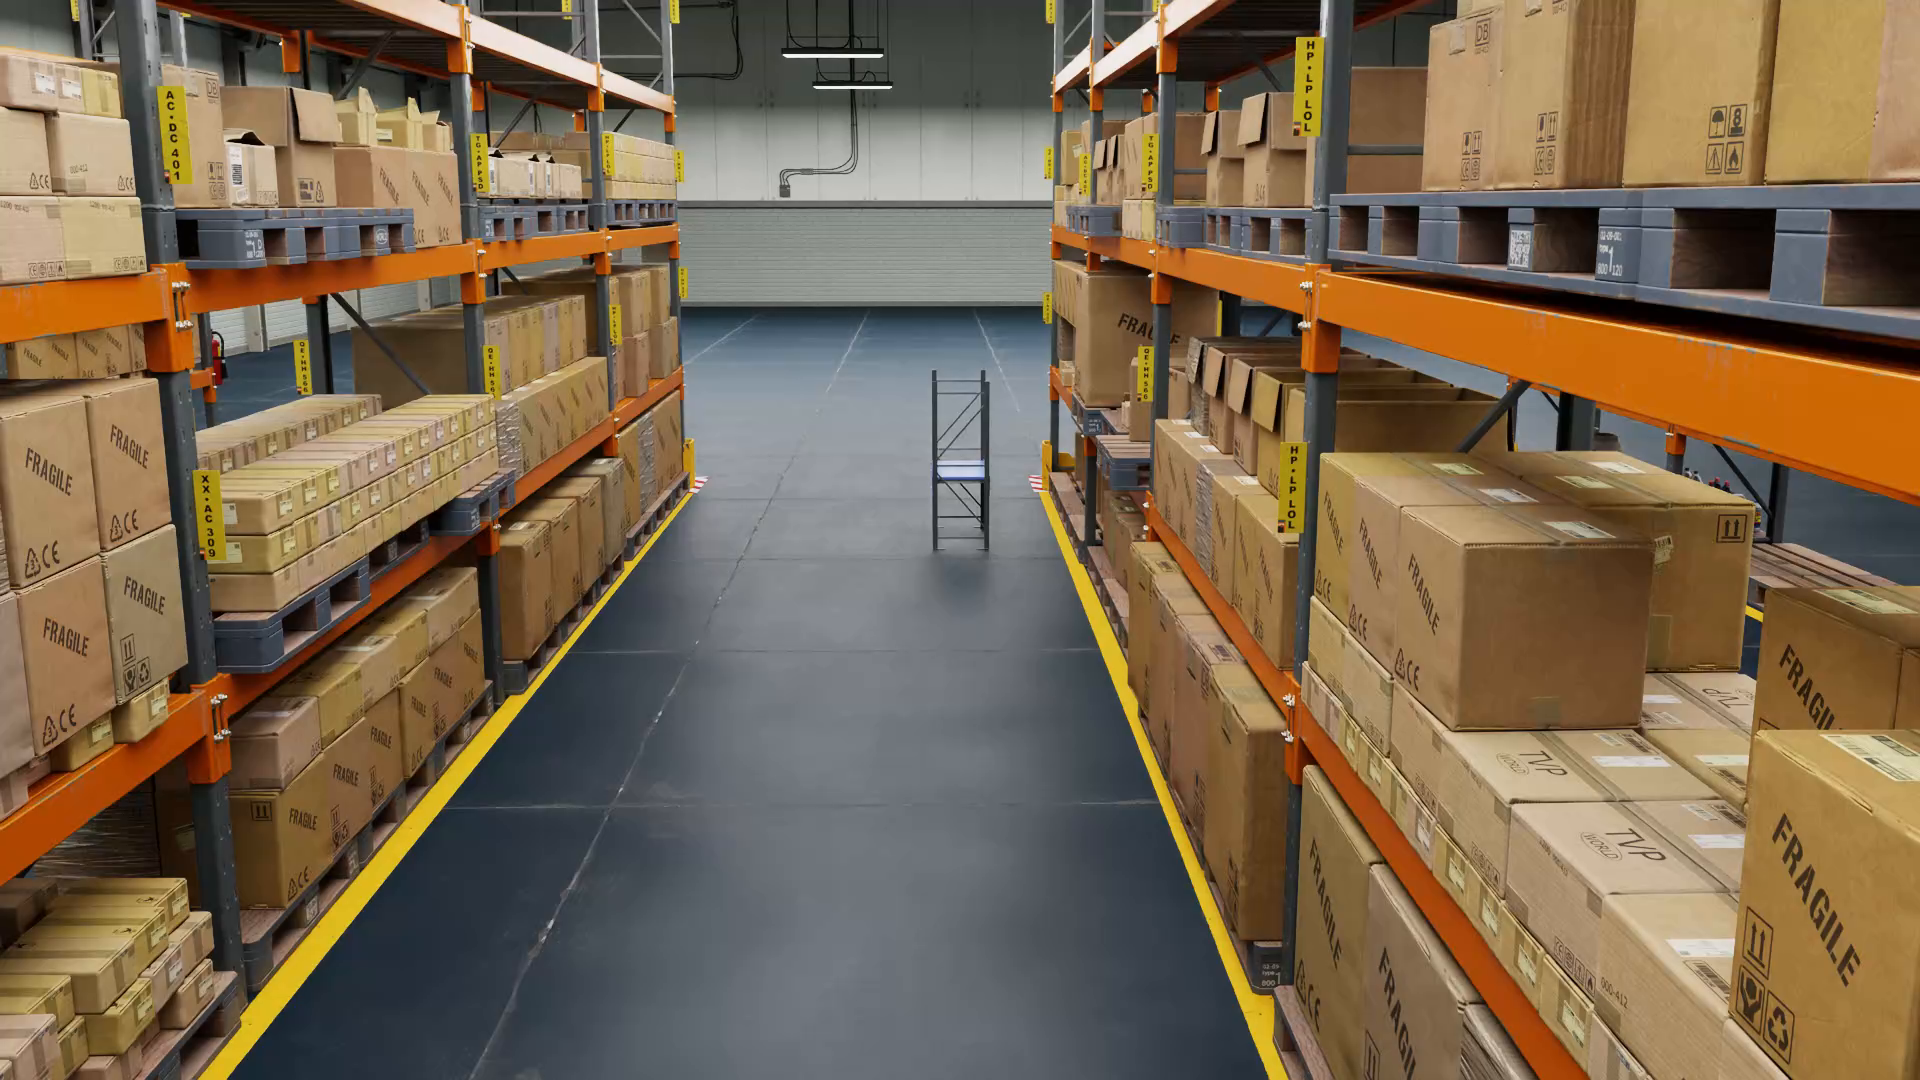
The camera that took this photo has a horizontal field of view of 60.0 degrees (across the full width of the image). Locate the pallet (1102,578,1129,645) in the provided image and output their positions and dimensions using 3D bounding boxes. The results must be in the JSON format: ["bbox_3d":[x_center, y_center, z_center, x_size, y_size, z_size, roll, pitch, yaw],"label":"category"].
[{"bbox_3d":[1.606,0.514,12.186,1.003,0.211,1.213,0,11,-1],"label":"pallet"}]

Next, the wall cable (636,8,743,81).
[{"bbox_3d":[-7.840,-14.543,47.967,3.097,2.526,0.112,0,11,-1],"label":"wall cable"}]

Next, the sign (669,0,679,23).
[{"bbox_3d":[-2.941,-5.482,17.088,0.100,0.325,0.005,0,11,-1],"label":"sign"}]

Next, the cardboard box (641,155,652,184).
[{"bbox_3d":[-3.165,-3.447,15.473,0.500,0.250,0.500,0,11,-1],"label":"cardboard box"}]

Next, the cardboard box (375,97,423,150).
[{"bbox_3d":[-3.025,-2.168,8.672,0.396,0.266,0.258,0,11,-1],"label":"cardboard box"}]

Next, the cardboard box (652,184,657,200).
[{"bbox_3d":[-3.112,-3.330,15.899,0.380,0.149,0.250,0,11,-1],"label":"cardboard box"}]

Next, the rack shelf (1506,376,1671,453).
[{"bbox_3d":[6.471,-1.316,16.001,1.077,0.370,4.000,0,11,-1],"label":"rack shelf"}]

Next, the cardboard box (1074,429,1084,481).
[{"bbox_3d":[1.473,-0.902,17.384,0.500,0.500,0.500,2,12,9],"label":"cardboard box"}]

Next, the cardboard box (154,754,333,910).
[{"bbox_3d":[-2.986,1.211,6.966,0.500,0.500,0.500,0,11,1],"label":"cardboard box"}]

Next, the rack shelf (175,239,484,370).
[{"bbox_3d":[-3.277,-1.175,7.763,1.077,0.370,4.000,0,11,-1],"label":"rack shelf"}]

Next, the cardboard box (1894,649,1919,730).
[{"bbox_3d":[2.058,0.499,2.989,0.500,0.500,0.500,-1,11,-3],"label":"cardboard box"}]

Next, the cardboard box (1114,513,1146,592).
[{"bbox_3d":[1.554,0.087,12.457,0.700,0.500,0.500,-1,12,-6],"label":"cardboard box"}]

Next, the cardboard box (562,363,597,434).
[{"bbox_3d":[-3.113,-1.096,12.858,0.500,0.500,0.500,0,11,-2],"label":"cardboard box"}]

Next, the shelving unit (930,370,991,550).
[{"bbox_3d":[-0.002,-0.752,15.184,0.538,1.500,1.048,0,11,-1],"label":"shelving unit"}]

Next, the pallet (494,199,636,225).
[{"bbox_3d":[-3.408,-2.840,14.381,1.003,0.211,1.213,0,11,-1],"label":"pallet"}]

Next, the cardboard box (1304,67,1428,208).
[{"bbox_3d":[1.703,-1.500,6.250,0.700,0.500,0.500,0,11,0],"label":"cardboard box"}]

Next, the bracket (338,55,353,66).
[{"bbox_3d":[-14.412,-11.236,38.946,0.235,0.232,0.430,0,11,-1],"label":"bracket"}]

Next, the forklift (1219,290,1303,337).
[{"bbox_3d":[3.050,-1.675,16.136,1.130,2.935,3.031,0,11,1],"label":"forklift"}]

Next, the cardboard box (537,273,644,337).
[{"bbox_3d":[-3.376,-2.143,15.177,0.875,0.550,0.550,0,11,-1],"label":"cardboard box"}]

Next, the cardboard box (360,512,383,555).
[{"bbox_3d":[-2.807,-0.028,7.420,0.380,0.149,0.250,-1,11,-4],"label":"cardboard box"}]

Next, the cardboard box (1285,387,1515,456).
[{"bbox_3d":[1.704,-0.328,6.547,0.797,0.503,0.637,-1,11,-3],"label":"cardboard box"}]

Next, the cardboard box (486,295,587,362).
[{"bbox_3d":[-3.385,-1.691,13.273,0.700,0.500,0.500,0,11,-2],"label":"cardboard box"}]

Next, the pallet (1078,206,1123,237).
[{"bbox_3d":[1.491,-2.299,11.967,1.213,0.211,1.003,0,11,-1],"label":"pallet"}]

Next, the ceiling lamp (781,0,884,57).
[{"bbox_3d":[-2.495,-11.077,32.535,2.000,3.185,0.800,0,11,-1],"label":"ceiling lamp"}]

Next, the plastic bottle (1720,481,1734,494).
[{"bbox_3d":[6.910,-0.350,14.989,0.144,0.351,0.185,0,11,0],"label":"plastic bottle"}]

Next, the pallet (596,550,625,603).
[{"bbox_3d":[-3.310,0.269,13.391,1.003,0.211,1.213,0,11,-1],"label":"pallet"}]

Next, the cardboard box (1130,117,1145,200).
[{"bbox_3d":[1.361,-2.415,10.557,0.500,0.500,0.500,0,11,-1],"label":"cardboard box"}]

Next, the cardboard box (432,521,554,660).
[{"bbox_3d":[-3.241,0.320,10.730,1.050,0.750,0.750,0,11,-2],"label":"cardboard box"}]

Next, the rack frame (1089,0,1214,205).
[{"bbox_3d":[1.560,-4.191,13.274,1.000,3.000,0.127,0,11,-1],"label":"rack frame"}]

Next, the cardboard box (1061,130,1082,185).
[{"bbox_3d":[1.238,-3.659,15.942,0.500,0.500,0.500,0,11,-1],"label":"cardboard box"}]

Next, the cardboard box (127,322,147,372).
[{"bbox_3d":[-8.131,-1.894,16.042,0.500,0.500,0.500,0,11,-1],"label":"cardboard box"}]

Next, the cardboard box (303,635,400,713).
[{"bbox_3d":[-3.006,0.636,7.913,0.500,0.250,0.500,0,11,1],"label":"cardboard box"}]

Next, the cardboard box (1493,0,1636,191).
[{"bbox_3d":[1.677,-1.067,3.864,0.700,0.500,0.500,0,11,1],"label":"cardboard box"}]

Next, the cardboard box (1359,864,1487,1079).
[{"bbox_3d":[1.677,1.486,4.671,0.875,0.875,0.875,0,11,-1],"label":"cardboard box"}]

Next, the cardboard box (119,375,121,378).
[{"bbox_3d":[-8.197,-1.504,15.753,0.380,0.149,0.250,0,11,-1],"label":"cardboard box"}]

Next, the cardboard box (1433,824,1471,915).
[{"bbox_3d":[1.433,0.833,4.232,0.380,0.149,0.250,-1,11,-3],"label":"cardboard box"}]

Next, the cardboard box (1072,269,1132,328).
[{"bbox_3d":[1.264,-2.123,14.656,0.500,0.500,0.500,0,11,-1],"label":"cardboard box"}]

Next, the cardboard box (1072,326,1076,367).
[{"bbox_3d":[1.559,-1.933,16.232,0.875,0.500,0.500,0,11,-1],"label":"cardboard box"}]

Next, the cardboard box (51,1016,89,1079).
[{"bbox_3d":[-2.963,1.604,5.165,0.380,0.149,0.250,0,11,-1],"label":"cardboard box"}]

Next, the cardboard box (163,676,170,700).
[{"bbox_3d":[-2.996,0.519,5.780,0.380,0.149,0.250,0,11,-2],"label":"cardboard box"}]

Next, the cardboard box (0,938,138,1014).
[{"bbox_3d":[-2.911,1.409,5.376,0.380,0.149,0.250,0,11,-2],"label":"cardboard box"}]

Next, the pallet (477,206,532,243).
[{"bbox_3d":[-3.385,-1.960,10.300,1.213,0.211,1.003,0,11,1],"label":"pallet"}]

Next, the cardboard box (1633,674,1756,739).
[{"bbox_3d":[2.021,0.558,4.582,0.500,0.250,0.500,0,11,0],"label":"cardboard box"}]

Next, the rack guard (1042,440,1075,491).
[{"bbox_3d":[1.479,-0.806,17.963,1.175,0.500,0.348,0,11,-1],"label":"rack guard"}]

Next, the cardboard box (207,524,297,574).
[{"bbox_3d":[-2.784,0.031,6.379,0.380,0.149,0.250,0,11,0],"label":"cardboard box"}]

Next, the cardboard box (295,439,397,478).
[{"bbox_3d":[-2.812,-0.371,7.616,0.380,0.149,0.250,0,11,1],"label":"cardboard box"}]

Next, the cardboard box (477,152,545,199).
[{"bbox_3d":[-3.134,-2.483,11.316,0.500,0.311,0.500,0,11,-2],"label":"cardboard box"}]

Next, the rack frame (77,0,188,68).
[{"bbox_3d":[-8.431,-4.945,16.992,1.000,3.000,0.127,0,11,-1],"label":"rack frame"}]

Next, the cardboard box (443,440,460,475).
[{"bbox_3d":[-2.833,-0.432,8.664,0.380,0.149,0.250,0,11,-1],"label":"cardboard box"}]

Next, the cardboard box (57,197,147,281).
[{"bbox_3d":[-2.956,-0.960,5.271,0.500,0.250,0.500,0,11,0],"label":"cardboard box"}]

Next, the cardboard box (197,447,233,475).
[{"bbox_3d":[-3.456,-0.319,7.358,0.380,0.149,0.250,-1,11,-3],"label":"cardboard box"}]

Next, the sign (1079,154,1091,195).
[{"bbox_3d":[1.018,-2.970,13.502,0.100,0.325,0.005,0,11,-1],"label":"sign"}]

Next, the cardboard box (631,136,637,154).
[{"bbox_3d":[-3.092,-3.519,14.827,0.380,0.149,0.250,0,11,-1],"label":"cardboard box"}]

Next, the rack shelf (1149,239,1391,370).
[{"bbox_3d":[1.684,-1.175,7.764,1.077,0.370,4.000,0,11,-1],"label":"rack shelf"}]

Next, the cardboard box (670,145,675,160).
[{"bbox_3d":[-3.137,-3.972,17.060,0.380,0.149,0.250,0,11,-1],"label":"cardboard box"}]
